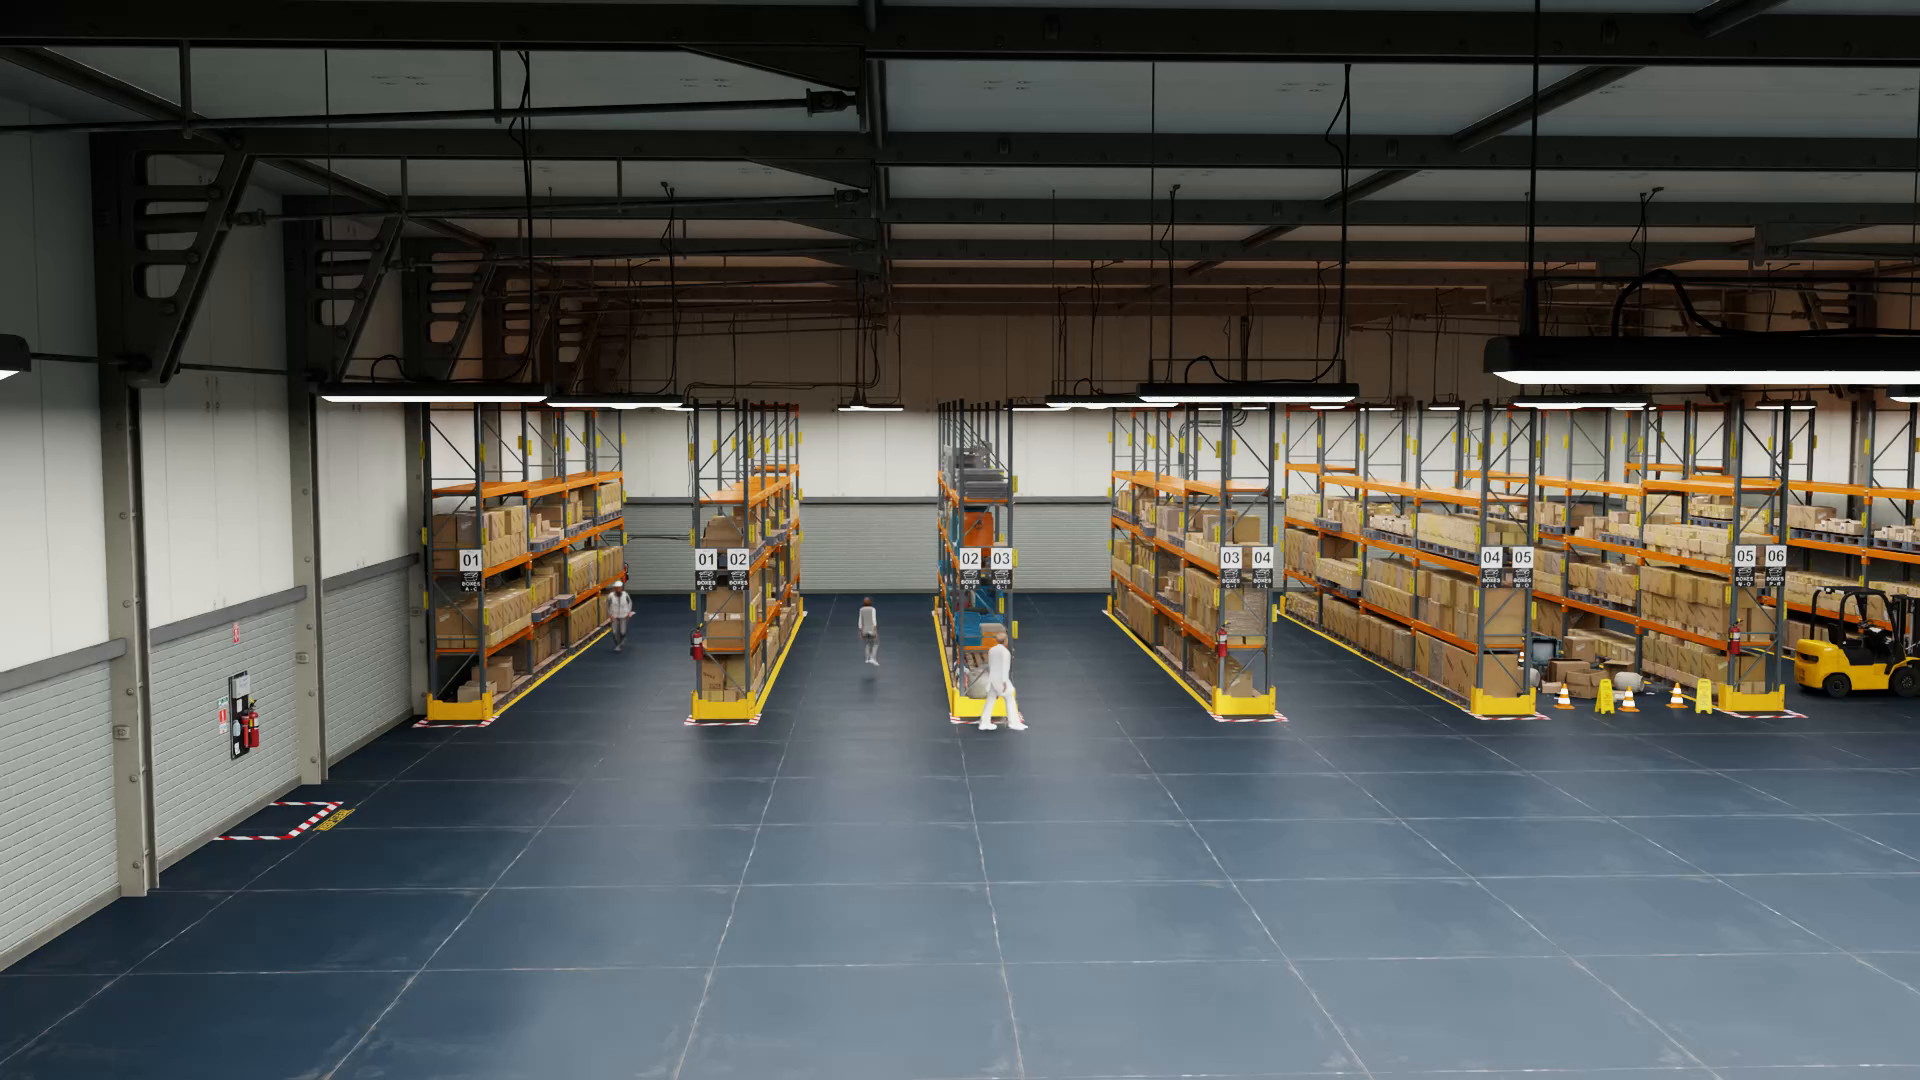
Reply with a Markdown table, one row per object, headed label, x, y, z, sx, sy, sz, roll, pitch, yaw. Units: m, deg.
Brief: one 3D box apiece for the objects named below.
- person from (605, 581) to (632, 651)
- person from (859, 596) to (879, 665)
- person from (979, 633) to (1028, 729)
| label | x | y | z | sx | sy | sz | roll | pitch | yaw |
| --- | --- | --- | --- | --- | --- | --- | --- | --- | --- |
| person | -8.246 | 1.827 | 40.181 | 0.612 | 1.719 | 0.615 | 0 | 4 | -6 |
| person | -1.998 | 1.999 | 36.360 | 0.456 | 1.488 | 0.437 | 1 | 4 | 7 |
| person | 0.747 | 2.559 | 30.074 | 0.925 | 1.761 | 0.646 | -3 | 5 | -32 |
